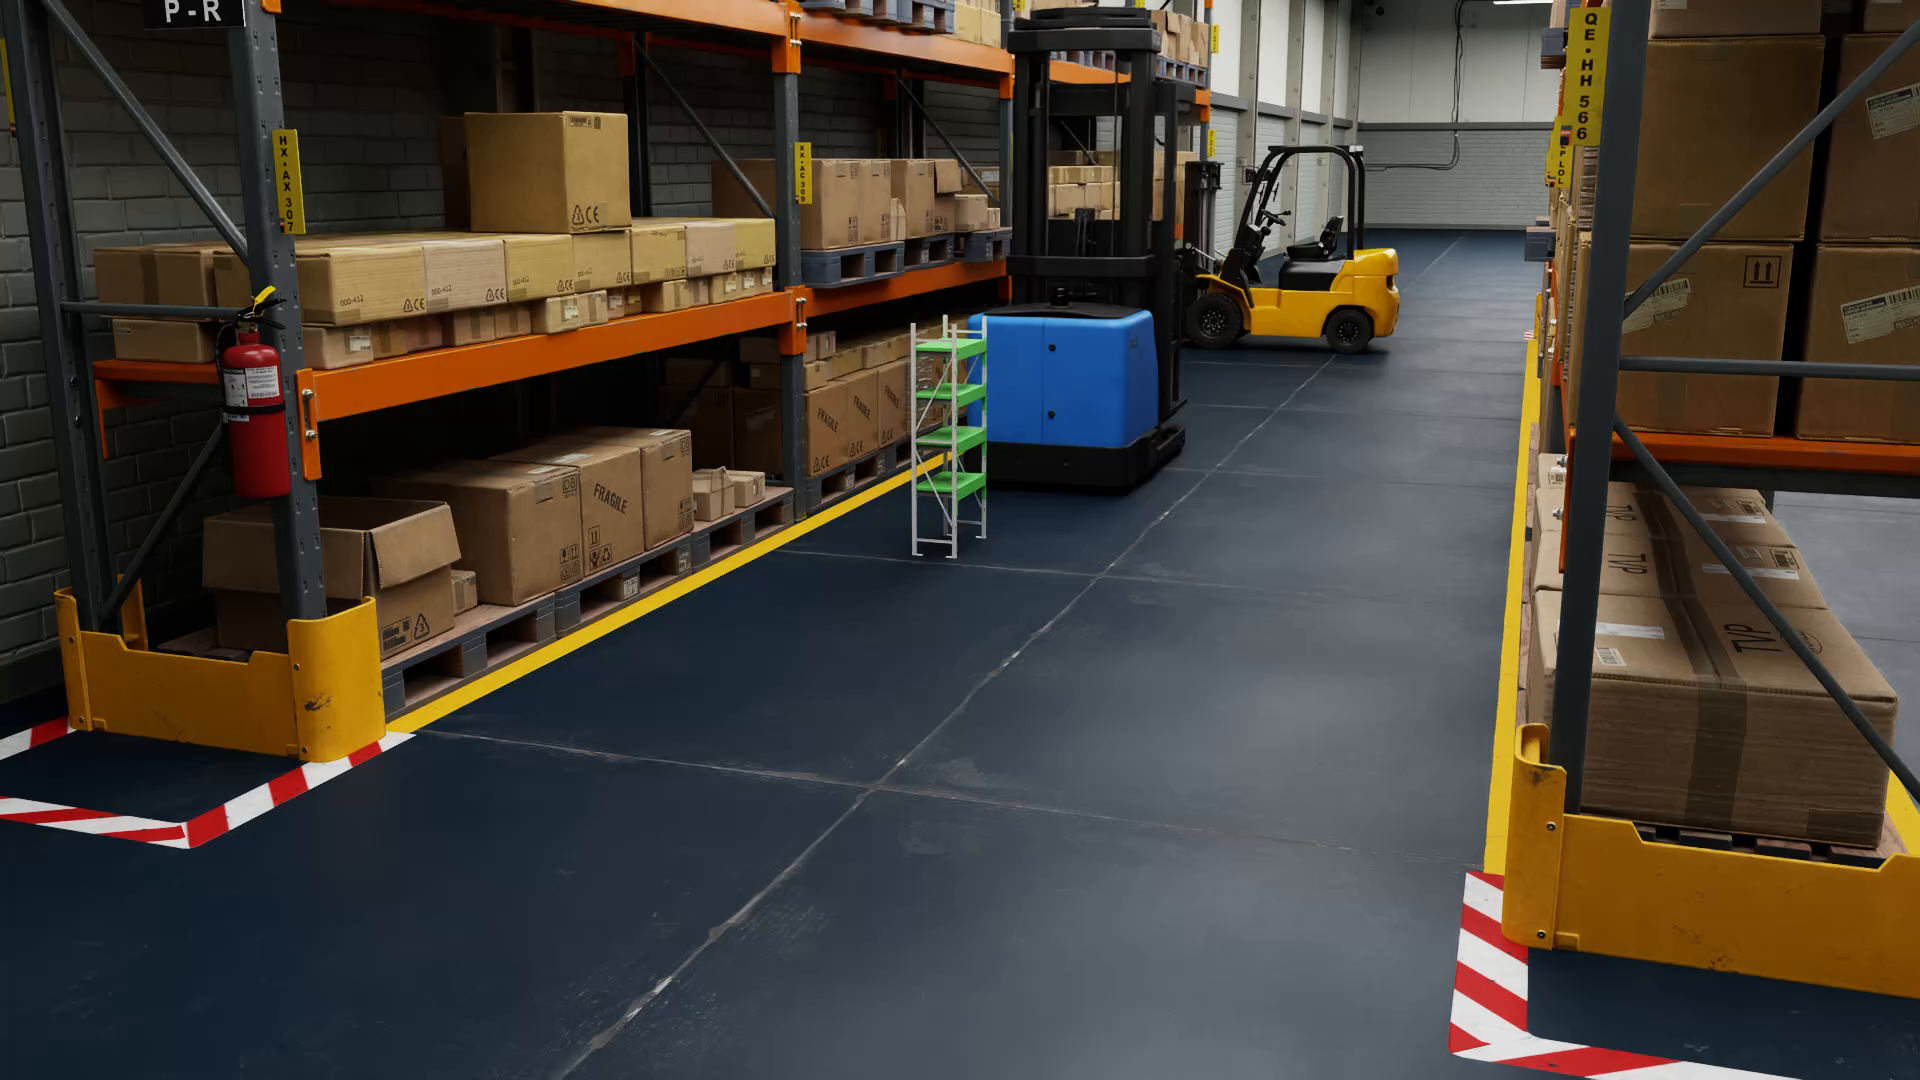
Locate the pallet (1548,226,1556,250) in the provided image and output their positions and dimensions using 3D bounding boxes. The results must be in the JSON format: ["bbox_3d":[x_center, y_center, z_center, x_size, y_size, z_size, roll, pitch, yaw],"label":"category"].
[{"bbox_3d":[5.225,-2.416,13.262,1.003,0.211,1.213,4,14,18],"label":"pallet"}]

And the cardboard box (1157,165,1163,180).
[{"bbox_3d":[1.949,-3.915,17.715,0.380,0.149,0.250,4,14,18],"label":"cardboard box"}]

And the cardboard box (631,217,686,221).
[{"bbox_3d":[-1.784,-1.591,8.885,0.500,0.250,0.500,4,14,18],"label":"cardboard box"}]

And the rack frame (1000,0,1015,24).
[{"bbox_3d":[-0.074,-5.371,12.296,1.000,3.000,0.127,4,14,18],"label":"rack frame"}]

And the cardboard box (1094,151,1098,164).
[{"bbox_3d":[1.586,-3.907,17.013,0.380,0.149,0.250,5,14,19],"label":"cardboard box"}]

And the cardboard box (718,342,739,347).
[{"bbox_3d":[-1.314,-1.168,10.579,0.380,0.149,0.250,4,13,16],"label":"cardboard box"}]

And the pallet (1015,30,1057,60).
[{"bbox_3d":[0.061,-3.966,13.305,1.213,0.211,1.003,5,14,21],"label":"pallet"}]

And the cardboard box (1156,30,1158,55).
[{"bbox_3d":[1.720,-5.118,16.962,0.500,0.311,0.500,5,14,20],"label":"cardboard box"}]

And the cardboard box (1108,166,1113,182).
[{"bbox_3d":[1.253,-3.510,15.941,0.380,0.149,0.250,4,13,18],"label":"cardboard box"}]

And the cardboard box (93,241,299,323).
[{"bbox_3d":[-2.765,-0.949,6.075,0.500,0.250,0.500,5,14,20],"label":"cardboard box"}]

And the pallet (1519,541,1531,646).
[{"bbox_3d":[3.009,0.267,7.345,1.003,0.211,1.213,4,14,18],"label":"pallet"}]

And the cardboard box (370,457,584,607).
[{"bbox_3d":[-2.062,-0.047,7.126,0.700,0.500,0.500,5,14,21],"label":"cardboard box"}]

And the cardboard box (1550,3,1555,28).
[{"bbox_3d":[5.186,-4.325,13.847,0.500,0.250,0.500,4,14,18],"label":"cardboard box"}]

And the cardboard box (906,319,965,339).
[{"bbox_3d":[-0.180,-1.514,12.097,0.380,0.149,0.250,4,13,17],"label":"cardboard box"}]

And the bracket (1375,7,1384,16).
[{"bbox_3d":[12.380,-15.606,49.049,0.235,0.232,0.430,4,14,18],"label":"bracket"}]

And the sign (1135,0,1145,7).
[{"bbox_3d":[1.737,-5.119,16.065,0.100,0.325,0.005,4,14,18],"label":"sign"}]

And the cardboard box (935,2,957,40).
[{"bbox_3d":[-0.334,-3.498,11.171,0.500,0.250,0.500,4,14,18],"label":"cardboard box"}]

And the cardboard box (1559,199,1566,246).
[{"bbox_3d":[3.559,-1.743,9.099,0.500,0.250,0.500,5,14,20],"label":"cardboard box"}]

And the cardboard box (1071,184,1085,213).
[{"bbox_3d":[0.791,-3.016,14.675,0.500,0.250,0.500,5,14,19],"label":"cardboard box"}]

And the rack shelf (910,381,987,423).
[{"bbox_3d":[-0.054,-0.722,8.662,0.258,0.148,0.480,4,14,18],"label":"rack shelf"}]

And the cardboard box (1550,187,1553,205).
[{"bbox_3d":[4.827,-2.820,12.764,0.500,0.500,0.500,3,13,15],"label":"cardboard box"}]

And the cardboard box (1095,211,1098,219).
[{"bbox_3d":[0.957,-2.882,15.209,0.500,0.250,0.500,4,14,19],"label":"cardboard box"}]

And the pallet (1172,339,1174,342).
[{"bbox_3d":[1.910,-2.351,18.813,1.003,0.211,1.213,4,14,18],"label":"pallet"}]

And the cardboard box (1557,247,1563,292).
[{"bbox_3d":[3.402,-1.394,8.691,0.500,0.250,0.500,4,14,18],"label":"cardboard box"}]

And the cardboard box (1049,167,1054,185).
[{"bbox_3d":[0.577,-3.080,14.059,0.380,0.149,0.250,5,14,19],"label":"cardboard box"}]

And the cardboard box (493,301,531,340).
[{"bbox_3d":[-1.986,-0.908,6.792,0.380,0.149,0.250,5,14,19],"label":"cardboard box"}]

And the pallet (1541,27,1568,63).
[{"bbox_3d":[5.285,-3.962,13.285,1.213,0.211,1.003,4,14,18],"label":"pallet"}]

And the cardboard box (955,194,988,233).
[{"bbox_3d":[-0.109,-2.332,11.858,0.500,0.250,0.500,4,13,16],"label":"cardboard box"}]

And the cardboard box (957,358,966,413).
[{"bbox_3d":[-0.179,-1.223,12.279,0.500,0.500,0.500,4,13,18],"label":"cardboard box"}]

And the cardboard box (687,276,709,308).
[{"bbox_3d":[-1.468,-1.230,8.200,0.380,0.149,0.250,5,14,20],"label":"cardboard box"}]

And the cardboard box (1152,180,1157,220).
[{"bbox_3d":[1.763,-3.522,17.455,0.500,0.500,0.500,5,14,19],"label":"cardboard box"}]

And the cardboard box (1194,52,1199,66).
[{"bbox_3d":[2.533,-5.527,19.120,0.380,0.149,0.250,4,13,17],"label":"cardboard box"}]

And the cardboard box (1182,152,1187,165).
[{"bbox_3d":[2.358,-4.329,18.861,0.380,0.149,0.250,5,14,20],"label":"cardboard box"}]

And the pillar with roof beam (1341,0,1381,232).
[{"bbox_3d":[15.216,-12.980,45.634,9.100,9.000,0.548,4,14,18],"label":"pillar with roof beam"}]

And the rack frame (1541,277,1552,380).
[{"bbox_3d":[5.918,-2.932,15.091,1.000,3.000,0.127,4,14,18],"label":"rack frame"}]

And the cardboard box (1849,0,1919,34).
[{"bbox_3d":[2.412,-1.312,4.067,0.380,0.149,0.250,5,14,20],"label":"cardboard box"}]

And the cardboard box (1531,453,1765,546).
[{"bbox_3d":[3.025,-0.078,7.404,0.875,0.438,0.875,4,13,18],"label":"cardboard box"}]

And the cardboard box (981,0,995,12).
[{"bbox_3d":[0.039,-3.938,12.199,0.380,0.149,0.250,5,14,20],"label":"cardboard box"}]

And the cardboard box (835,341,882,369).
[{"bbox_3d":[-0.720,-1.190,10.676,0.380,0.149,0.250,4,14,18],"label":"cardboard box"}]

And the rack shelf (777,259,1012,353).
[{"bbox_3d":[-0.721,-1.674,11.199,1.077,0.370,4.000,4,14,18],"label":"rack shelf"}]

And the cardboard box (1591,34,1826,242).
[{"bbox_3d":[1.966,-1.060,4.419,0.500,0.500,0.500,5,14,20],"label":"cardboard box"}]

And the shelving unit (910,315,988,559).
[{"bbox_3d":[-0.054,-0.550,8.702,0.258,1.200,0.503,4,14,18],"label":"shelving unit"}]

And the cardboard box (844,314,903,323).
[{"bbox_3d":[-0.649,-1.607,12.503,0.380,0.149,0.250,5,14,20],"label":"cardboard box"}]

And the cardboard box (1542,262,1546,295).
[{"bbox_3d":[6.517,-2.738,17.794,0.500,0.500,0.500,4,13,16],"label":"cardboard box"}]

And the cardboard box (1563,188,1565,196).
[{"bbox_3d":[3.733,-2.220,9.504,0.500,0.500,0.500,5,14,19],"label":"cardboard box"}]

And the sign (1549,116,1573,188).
[{"bbox_3d":[2.813,-1.810,7.753,0.100,0.325,0.005,4,14,18],"label":"sign"}]

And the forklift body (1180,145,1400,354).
[{"bbox_3d":[3.627,-3.186,18.113,2.313,2.155,1.214,4,14,18],"label":"forklift body"}]

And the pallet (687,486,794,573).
[{"bbox_3d":[-1.592,-0.100,8.951,1.003,0.211,1.213,4,14,18],"label":"pallet"}]

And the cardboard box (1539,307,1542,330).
[{"bbox_3d":[6.517,-2.381,17.915,0.500,0.250,0.500,5,14,20],"label":"cardboard box"}]

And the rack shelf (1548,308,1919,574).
[{"bbox_3d":[2.682,-0.475,5.946,1.077,0.370,4.000,4,14,18],"label":"rack shelf"}]

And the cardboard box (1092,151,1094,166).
[{"bbox_3d":[1.231,-3.994,17.394,0.380,0.149,0.250,4,14,18],"label":"cardboard box"}]

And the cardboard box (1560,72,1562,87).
[{"bbox_3d":[6.798,-5.067,18.272,0.380,0.149,0.250,4,14,18],"label":"cardboard box"}]

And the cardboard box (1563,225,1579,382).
[{"bbox_3d":[2.275,-0.788,5.474,0.500,0.500,0.500,5,14,20],"label":"cardboard box"}]

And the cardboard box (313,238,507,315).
[{"bbox_3d":[-2.098,-1.016,6.366,0.500,0.250,0.500,5,14,19],"label":"cardboard box"}]

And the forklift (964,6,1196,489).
[{"bbox_3d":[0.957,-2.029,11.291,1.130,2.935,3.031,4,13,17],"label":"forklift"}]
